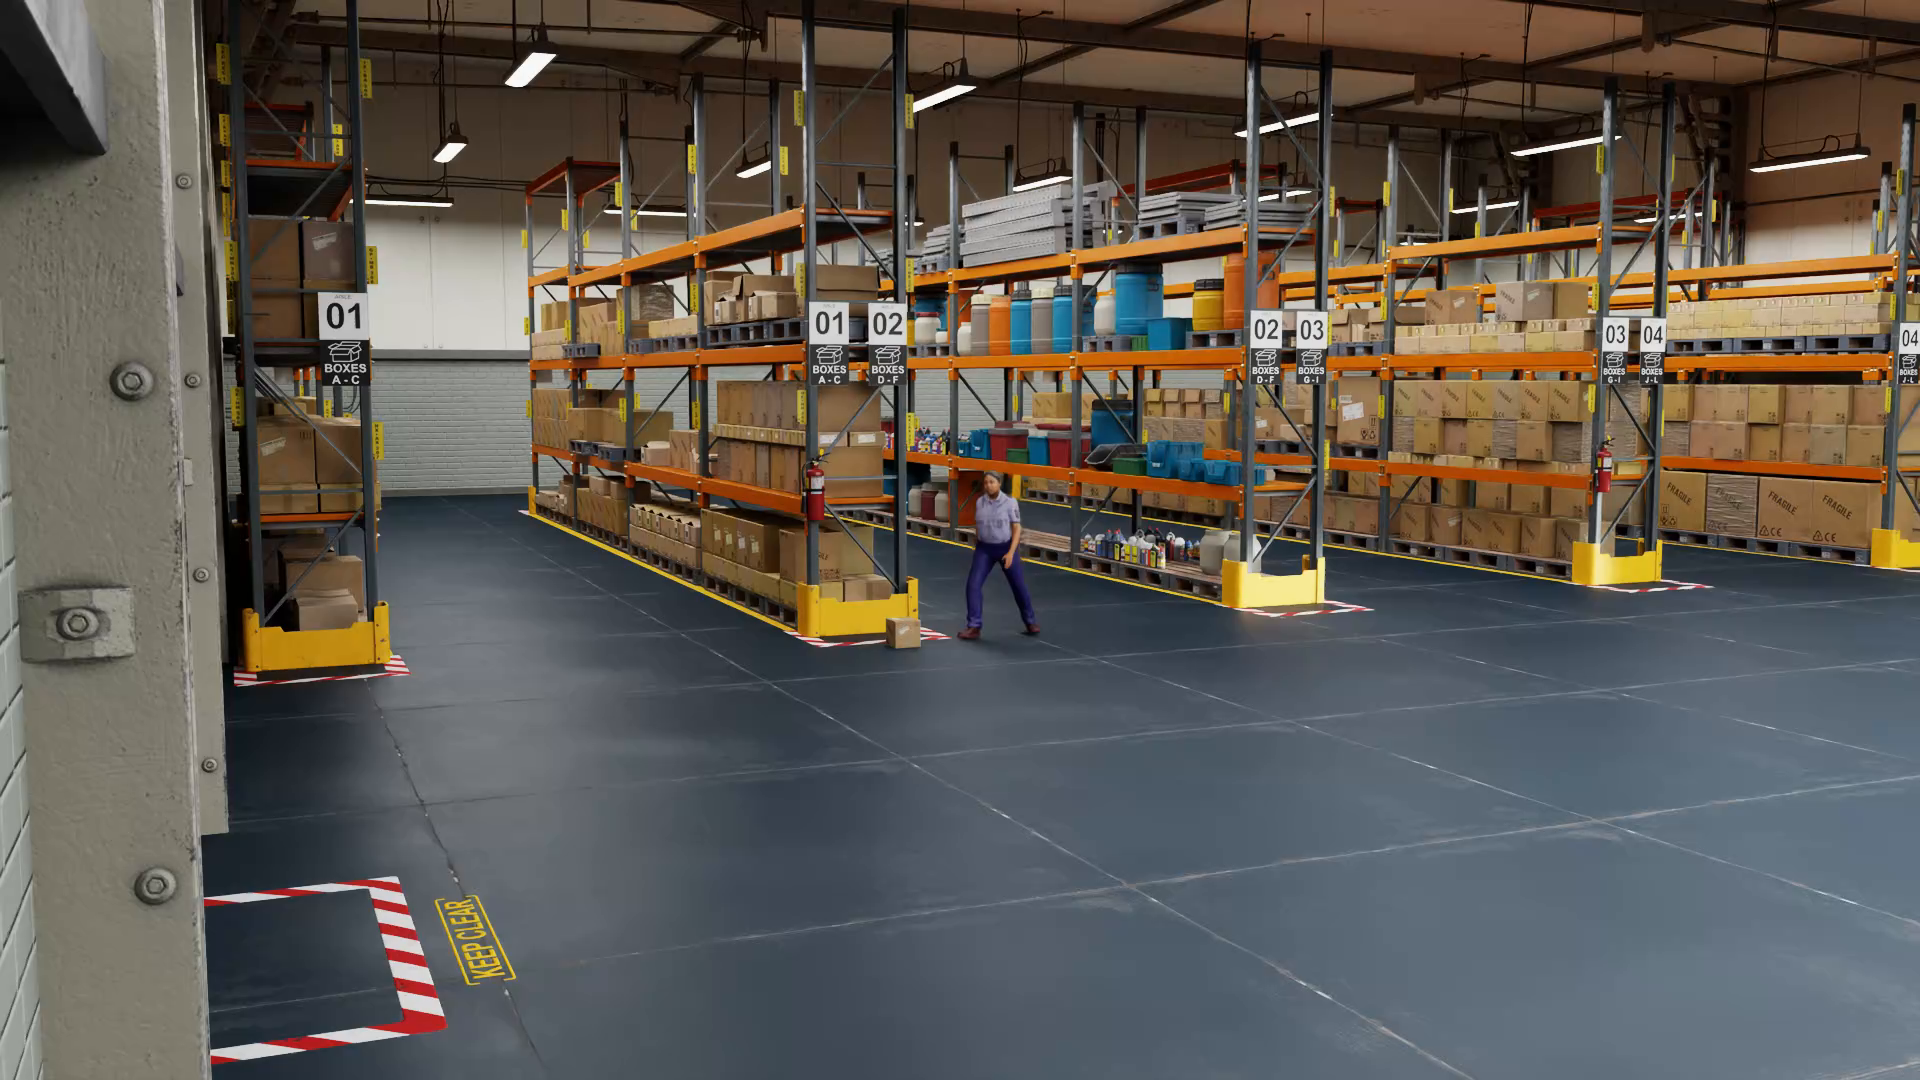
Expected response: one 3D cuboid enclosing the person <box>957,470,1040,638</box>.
[{"bbox_3d":[0.398,0.126,15.945,0.660,1.577,0.786,2,6,19],"label":"person"}]
